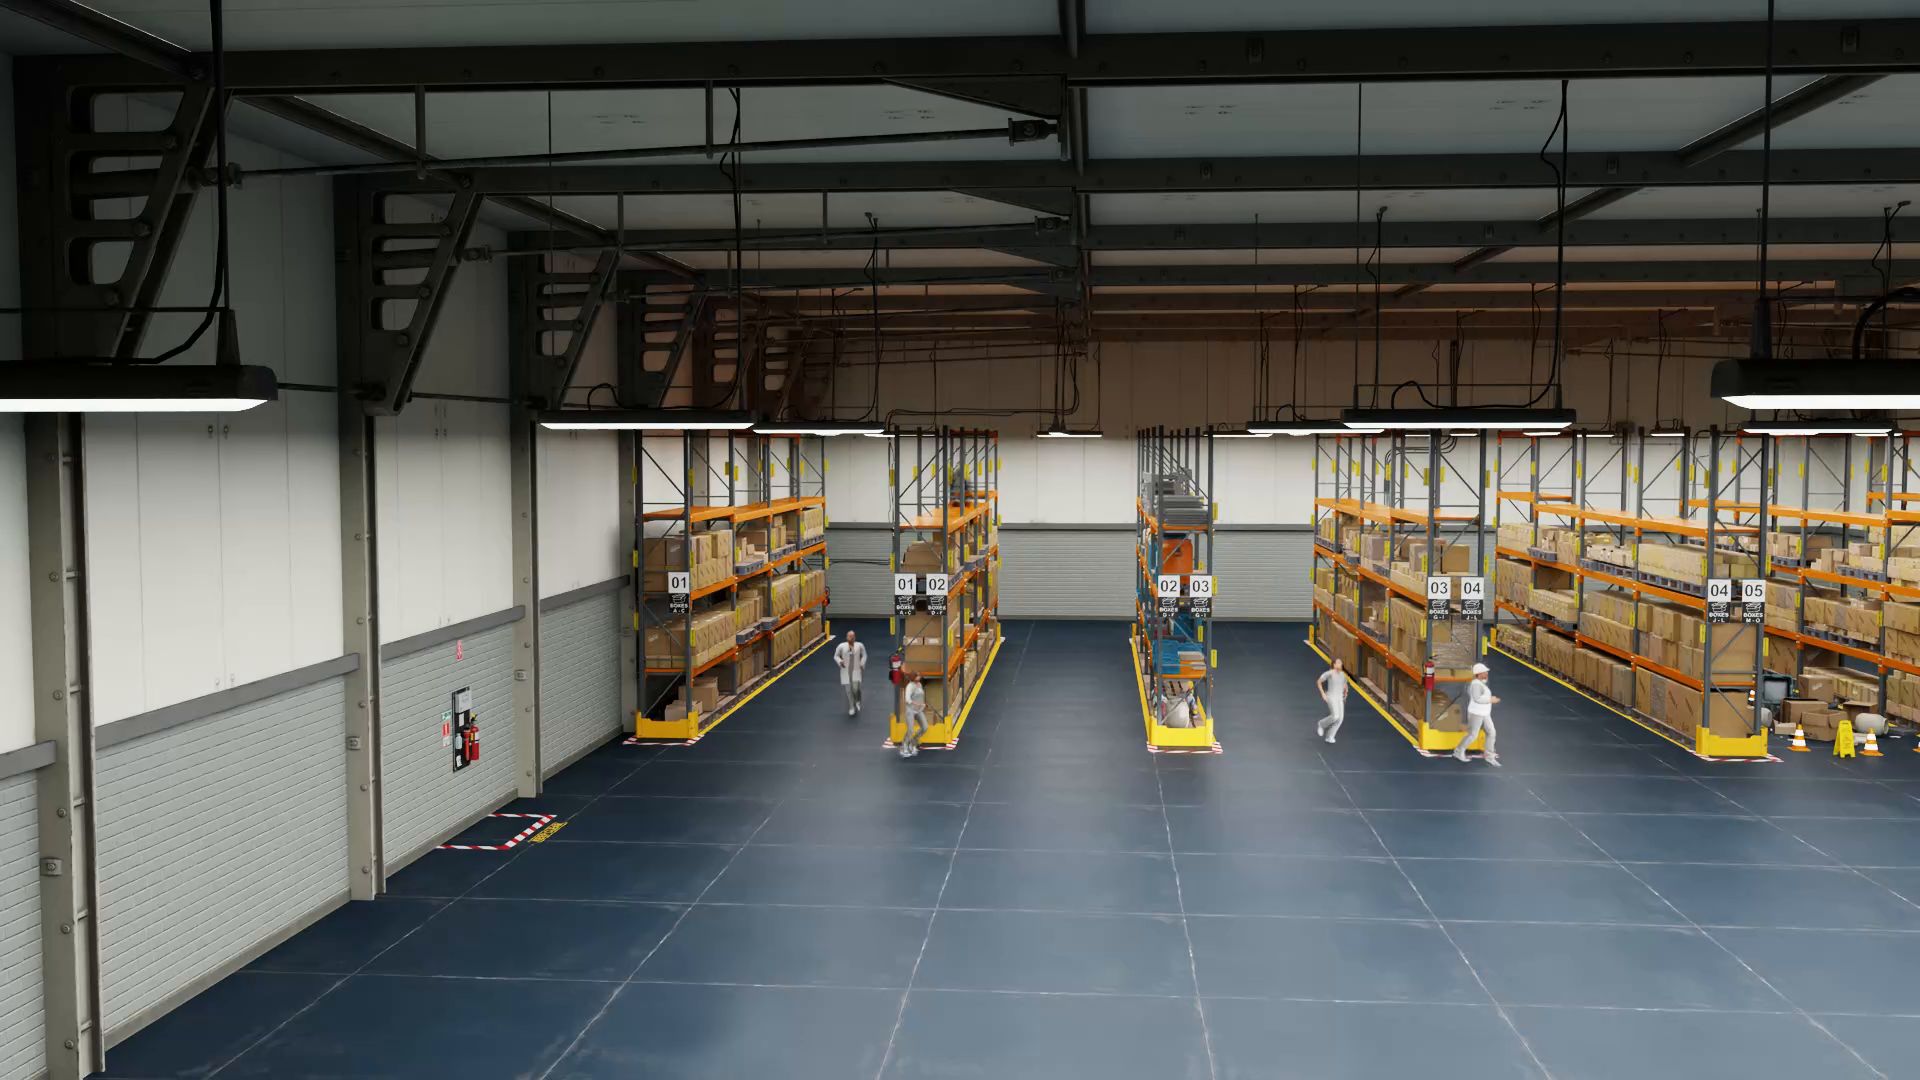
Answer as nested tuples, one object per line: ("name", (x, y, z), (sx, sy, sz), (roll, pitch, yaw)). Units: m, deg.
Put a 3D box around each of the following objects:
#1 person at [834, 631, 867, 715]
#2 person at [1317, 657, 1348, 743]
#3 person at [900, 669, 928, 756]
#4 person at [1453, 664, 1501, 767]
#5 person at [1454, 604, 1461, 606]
("person", (-2.282, 2.771, 34.660), (0.691, 1.746, 0.659), (0, 3, -5))
("person", (7.128, 3.026, 31.572), (0.618, 1.606, 0.535), (-2, 4, -28))
("person", (-0.790, 3.123, 30.042), (0.603, 1.576, 0.563), (3, 5, 41))
("person", (9.086, 3.077, 29.197), (0.808, 1.827, 0.648), (2, 4, 33))
("person", (13.808, 2.123, 46.931), (0.769, 1.586, 0.704), (-3, 4, -39))
